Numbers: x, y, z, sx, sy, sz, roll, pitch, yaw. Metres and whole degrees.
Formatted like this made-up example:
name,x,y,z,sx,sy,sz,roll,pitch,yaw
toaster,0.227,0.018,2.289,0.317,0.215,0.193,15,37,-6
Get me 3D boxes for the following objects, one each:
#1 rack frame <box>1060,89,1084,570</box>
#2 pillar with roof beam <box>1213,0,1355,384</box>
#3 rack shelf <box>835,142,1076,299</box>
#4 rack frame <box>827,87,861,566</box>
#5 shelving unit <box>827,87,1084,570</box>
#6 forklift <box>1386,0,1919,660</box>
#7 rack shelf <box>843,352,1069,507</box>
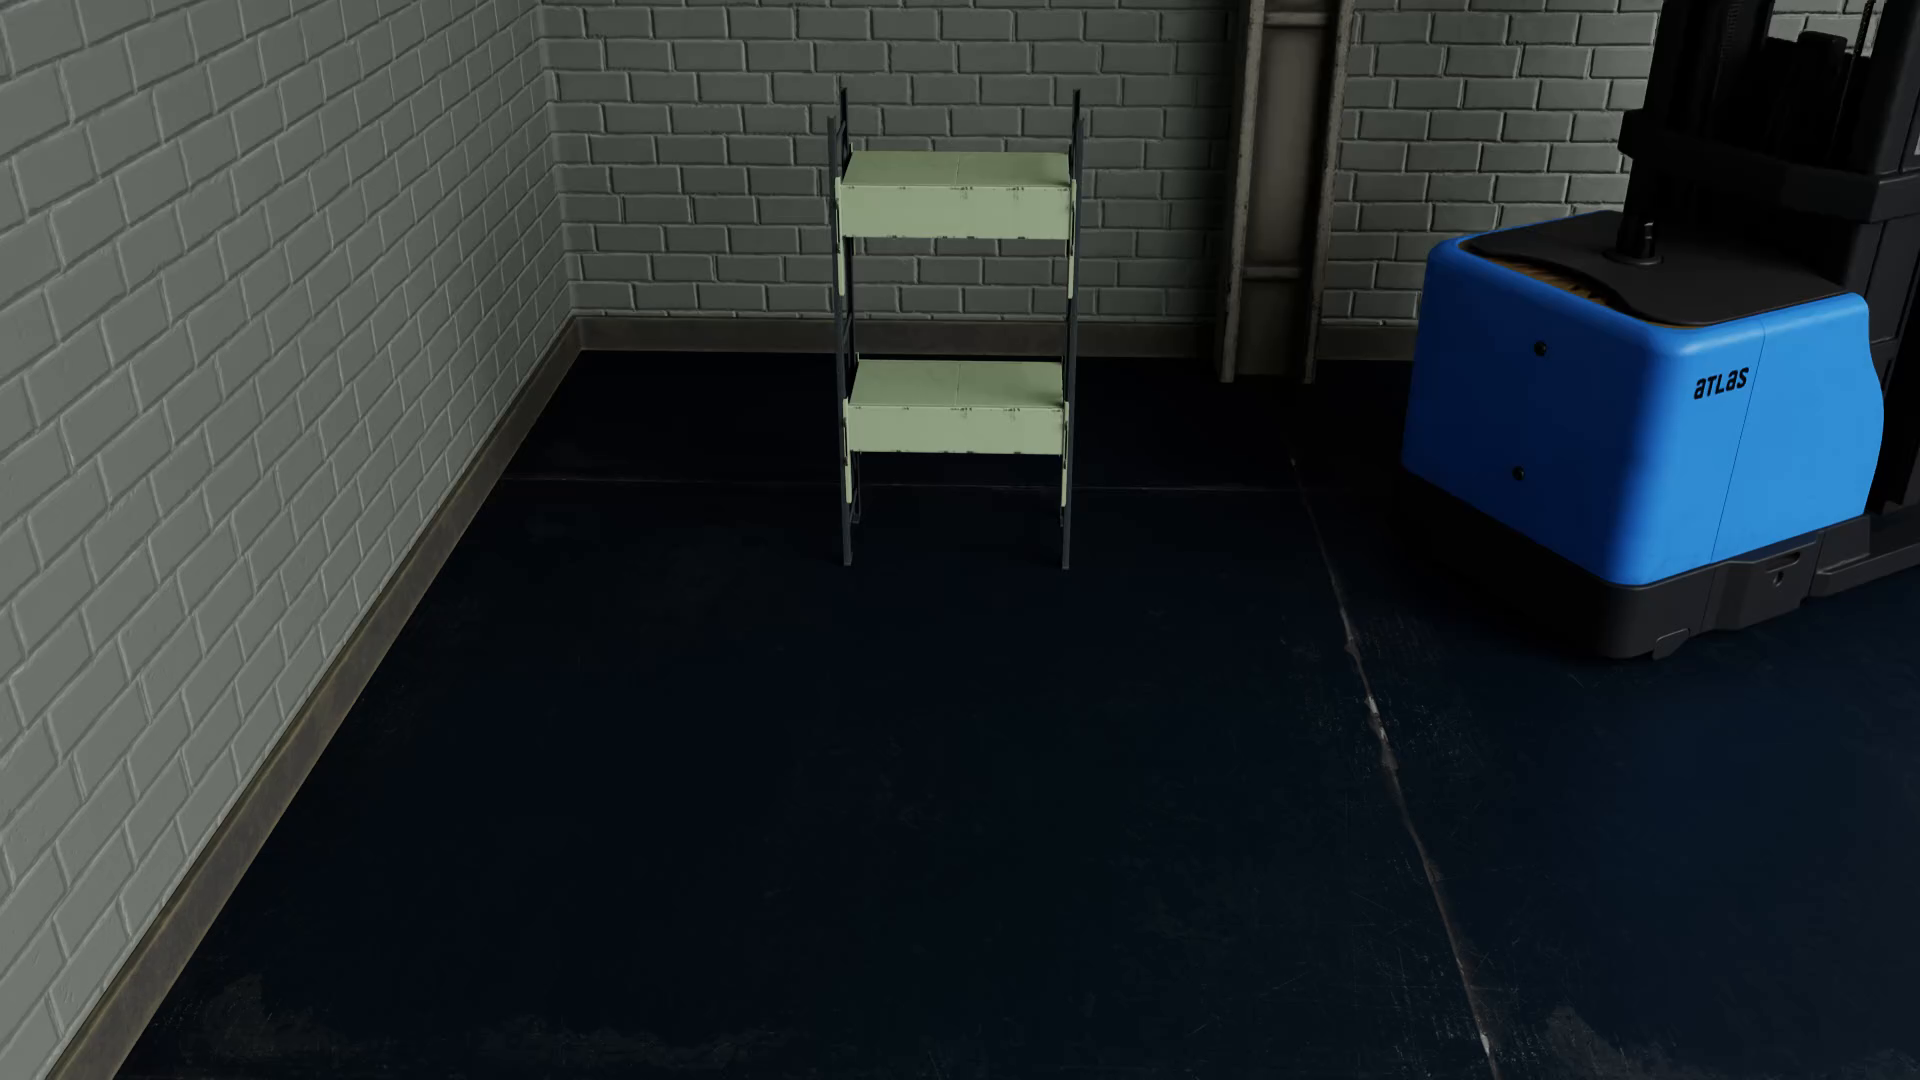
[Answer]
name,x,y,z,sx,sy,sz,roll,pitch,yaw
rack frame,0.359,-0.657,5.388,0.023,1.500,0.400,1,28,2
pillar with roof beam,1.145,-2.694,1.225,0.400,9.000,9.100,1,28,2
rack shelf,-0.007,-1.008,5.216,0.720,0.370,0.431,1,28,2
rack frame,-0.372,-0.669,5.410,0.023,1.500,0.400,1,28,2
shelving unit,-0.007,-0.663,5.399,0.755,1.500,0.431,1,28,2
forklift,3.004,-1.411,5.282,3.031,2.935,1.130,-14,31,-25
rack shelf,-0.007,-0.375,5.552,0.720,0.370,0.431,1,28,2
